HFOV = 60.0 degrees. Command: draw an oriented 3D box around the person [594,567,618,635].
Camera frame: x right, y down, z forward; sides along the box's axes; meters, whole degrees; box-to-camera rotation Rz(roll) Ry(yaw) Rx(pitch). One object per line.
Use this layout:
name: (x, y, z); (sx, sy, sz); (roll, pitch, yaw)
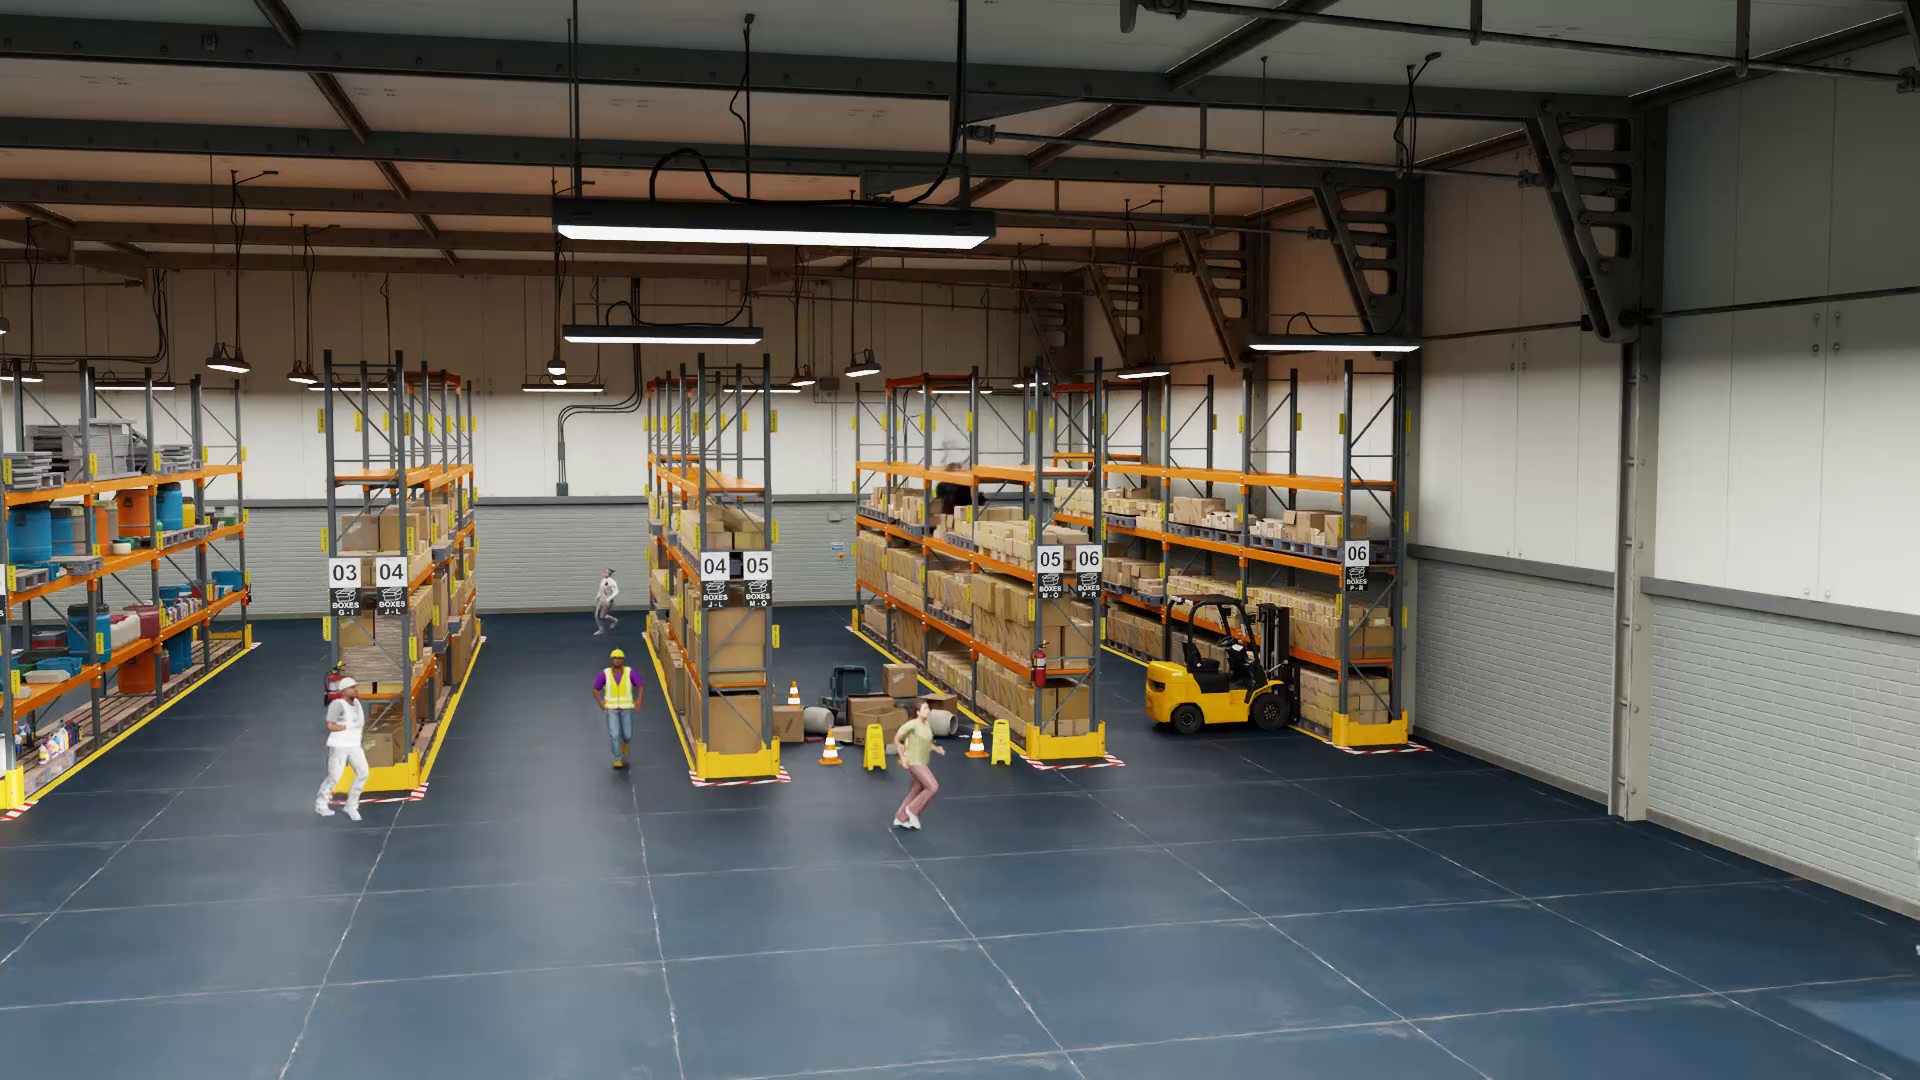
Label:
person: (-8.369, 1.448, 39.596); (0.556, 1.634, 0.659); (-4, 6, -45)

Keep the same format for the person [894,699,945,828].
person: (-0.514, 2.759, 20.486); (0.692, 1.612, 0.503); (2, 4, 27)

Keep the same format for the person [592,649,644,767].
person: (-5.006, 2.447, 24.371); (0.749, 1.724, 0.623); (-1, 4, -15)

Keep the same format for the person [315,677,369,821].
person: (-7.784, 2.658, 21.104); (0.751, 1.832, 0.679); (2, 4, 21)
